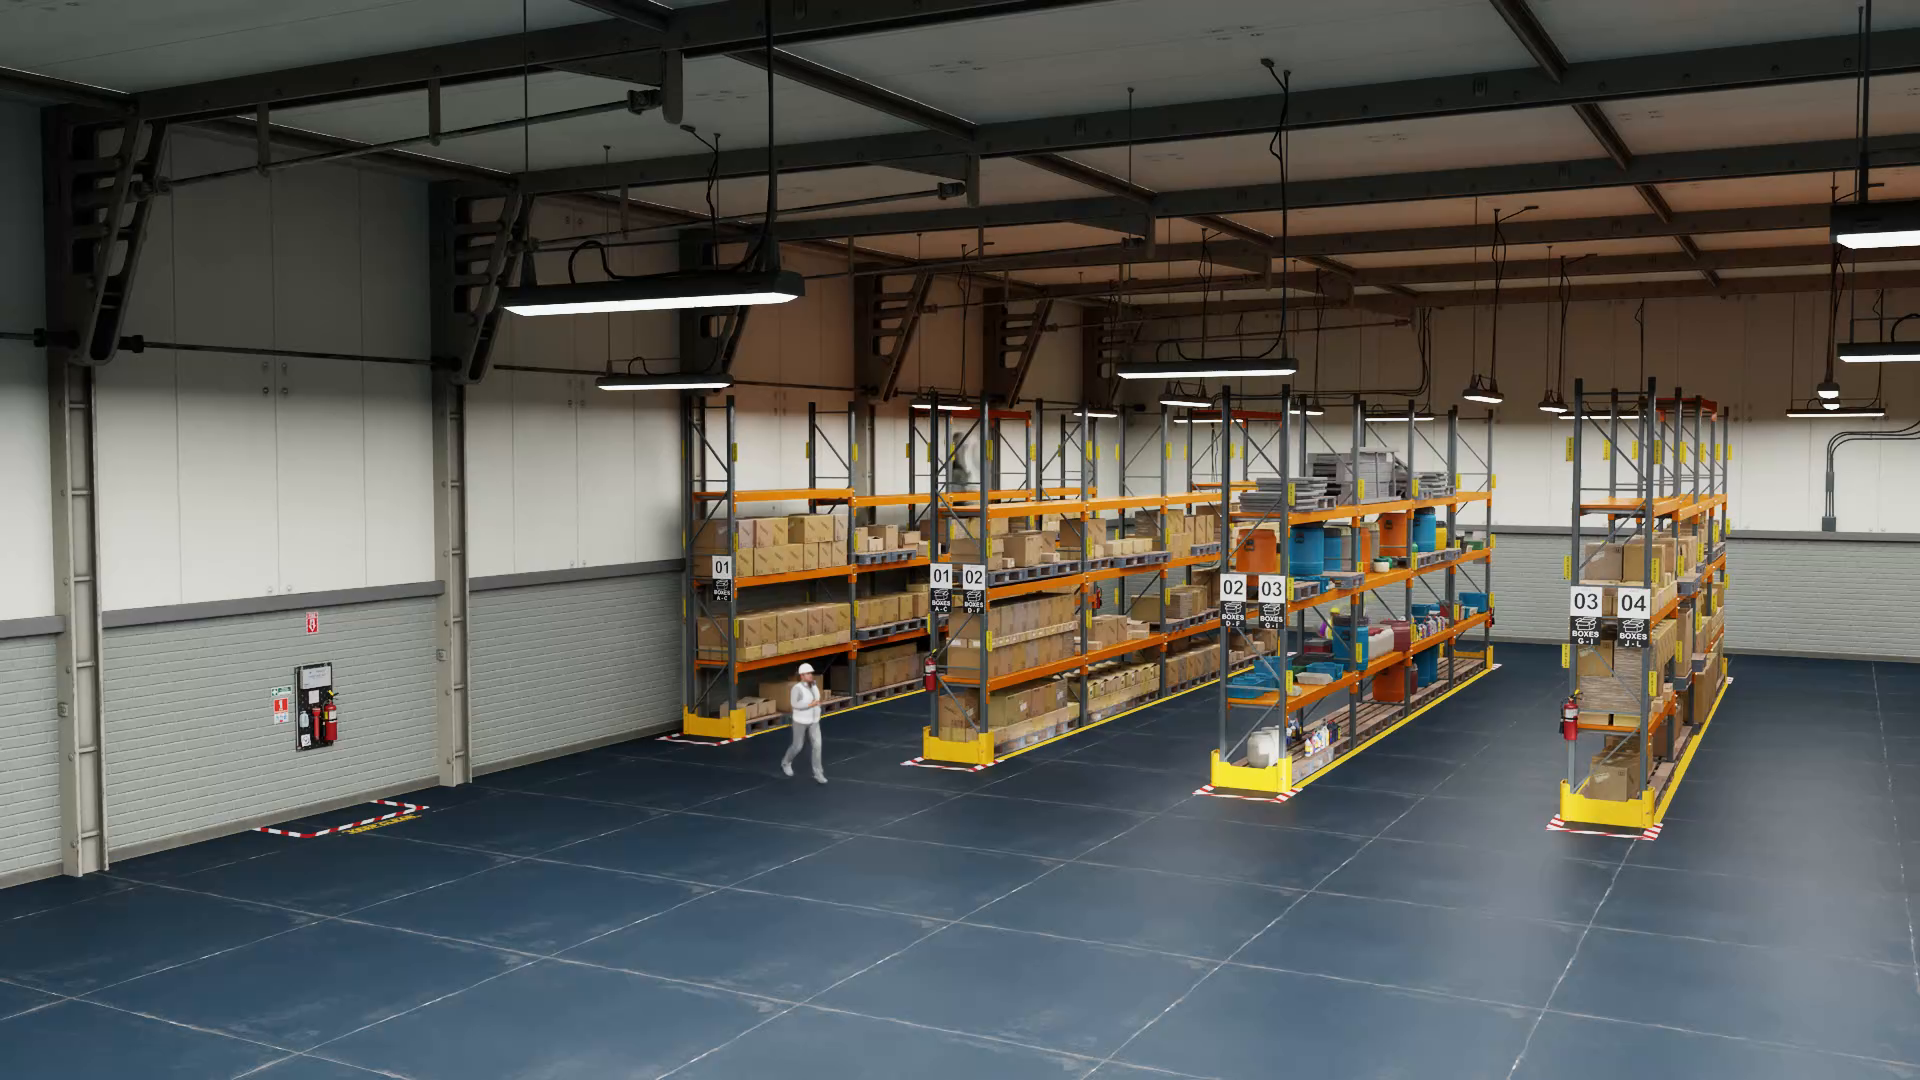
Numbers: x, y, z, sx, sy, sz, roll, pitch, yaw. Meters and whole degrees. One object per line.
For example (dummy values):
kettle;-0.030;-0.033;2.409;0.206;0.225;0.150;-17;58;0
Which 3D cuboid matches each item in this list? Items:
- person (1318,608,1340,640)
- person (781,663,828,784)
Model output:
person;7.913;2.292;35.109;0.714;1.733;0.791;1;3;24
person;-2.357;2.758;25.236;0.644;1.783;0.947;-3;4;-44
